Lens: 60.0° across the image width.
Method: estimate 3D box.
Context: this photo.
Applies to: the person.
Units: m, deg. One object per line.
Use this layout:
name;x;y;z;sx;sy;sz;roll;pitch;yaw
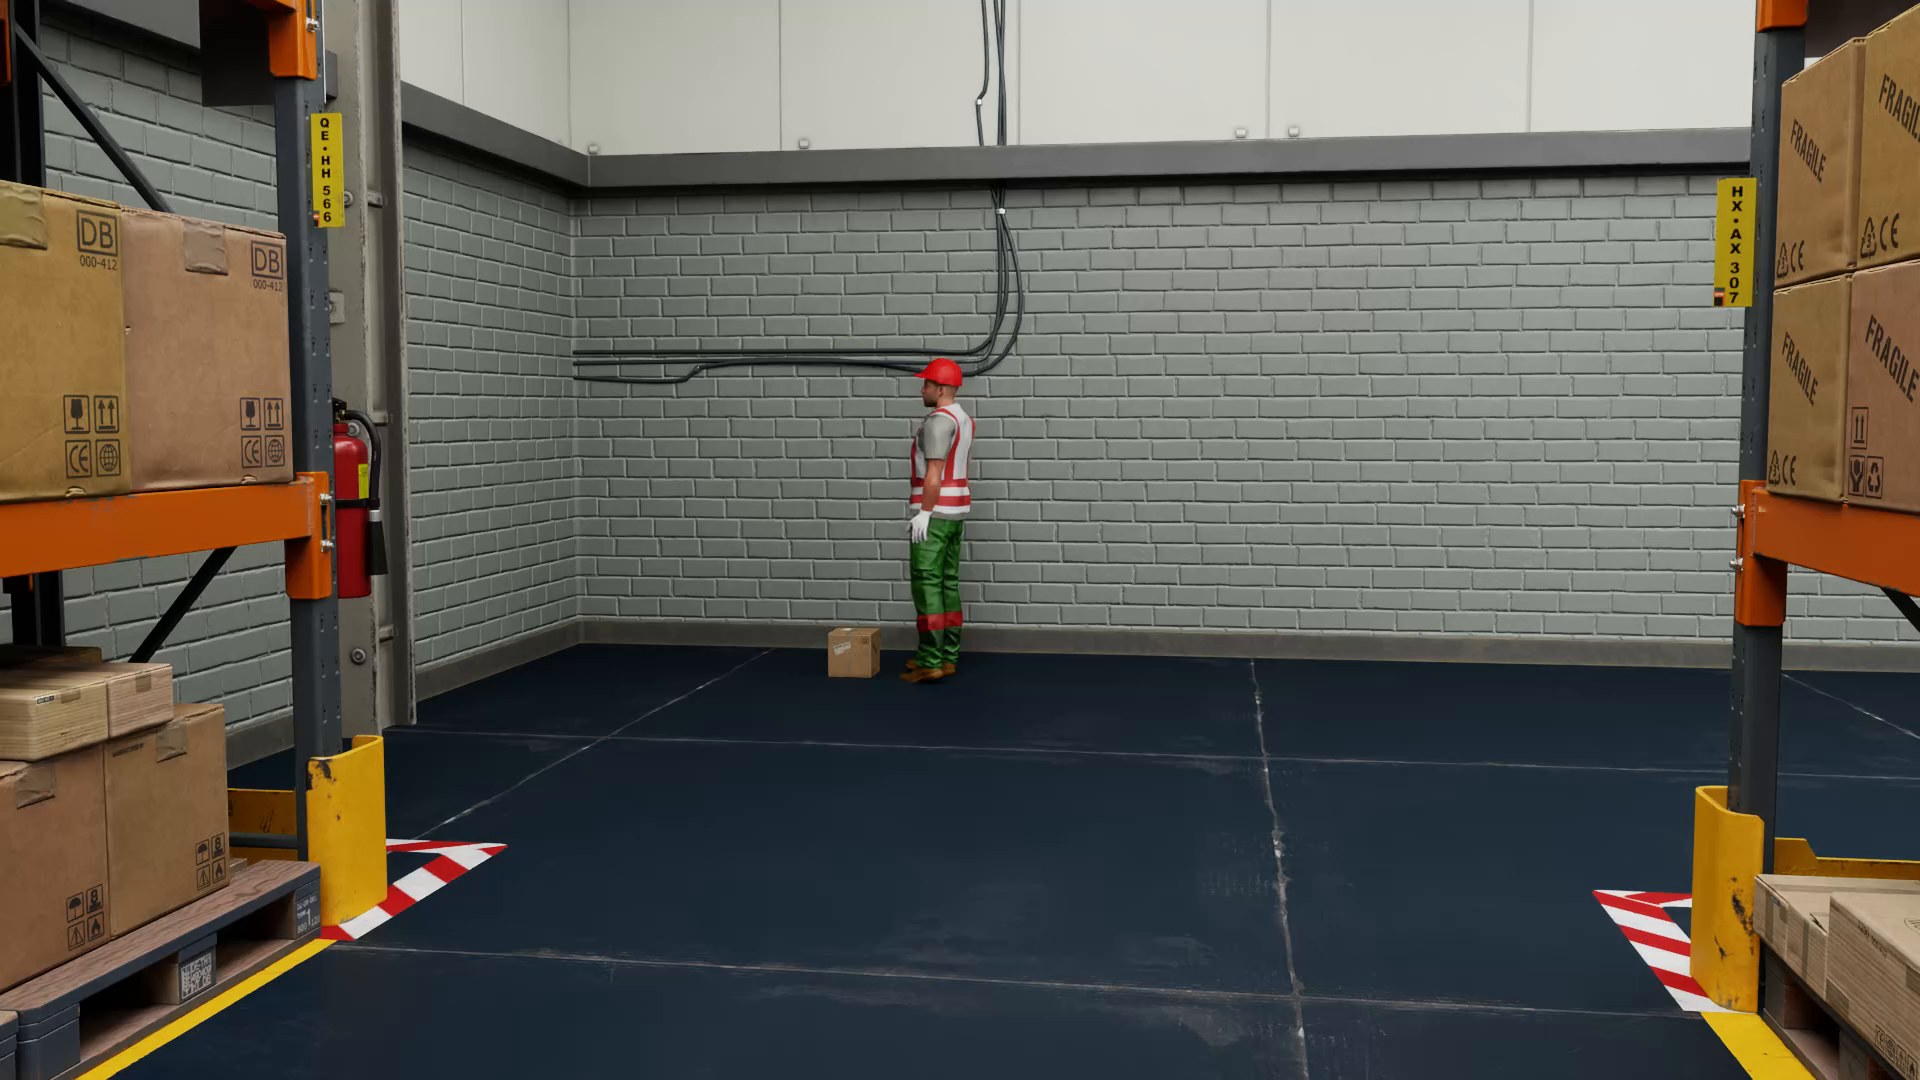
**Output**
person;-0.148;-0.115;9.417;0.391;1.816;0.606;1;5;18
